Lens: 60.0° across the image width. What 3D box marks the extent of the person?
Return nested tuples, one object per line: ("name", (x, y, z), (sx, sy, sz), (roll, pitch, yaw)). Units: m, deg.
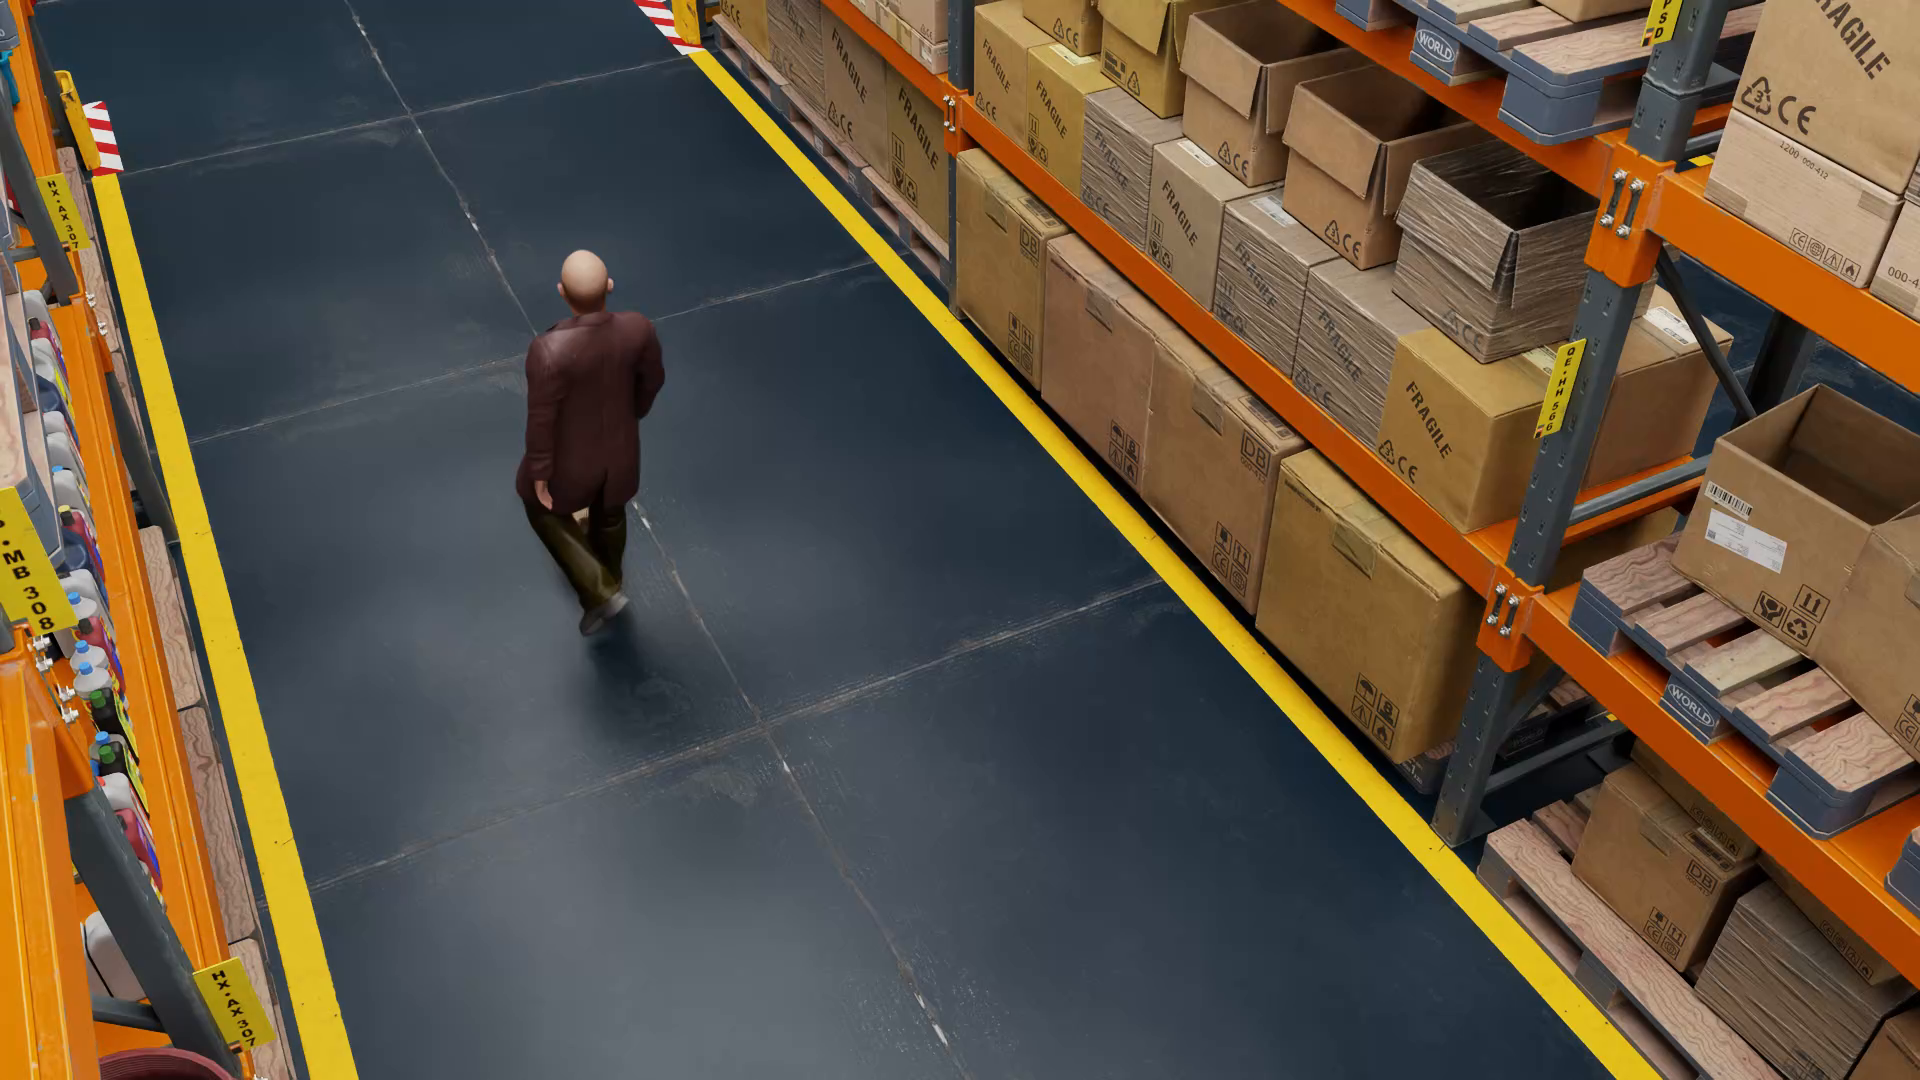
("person", (-1.500, -0.410, 6.632), (0.636, 1.773, 0.694), (-28, 48, -28))
